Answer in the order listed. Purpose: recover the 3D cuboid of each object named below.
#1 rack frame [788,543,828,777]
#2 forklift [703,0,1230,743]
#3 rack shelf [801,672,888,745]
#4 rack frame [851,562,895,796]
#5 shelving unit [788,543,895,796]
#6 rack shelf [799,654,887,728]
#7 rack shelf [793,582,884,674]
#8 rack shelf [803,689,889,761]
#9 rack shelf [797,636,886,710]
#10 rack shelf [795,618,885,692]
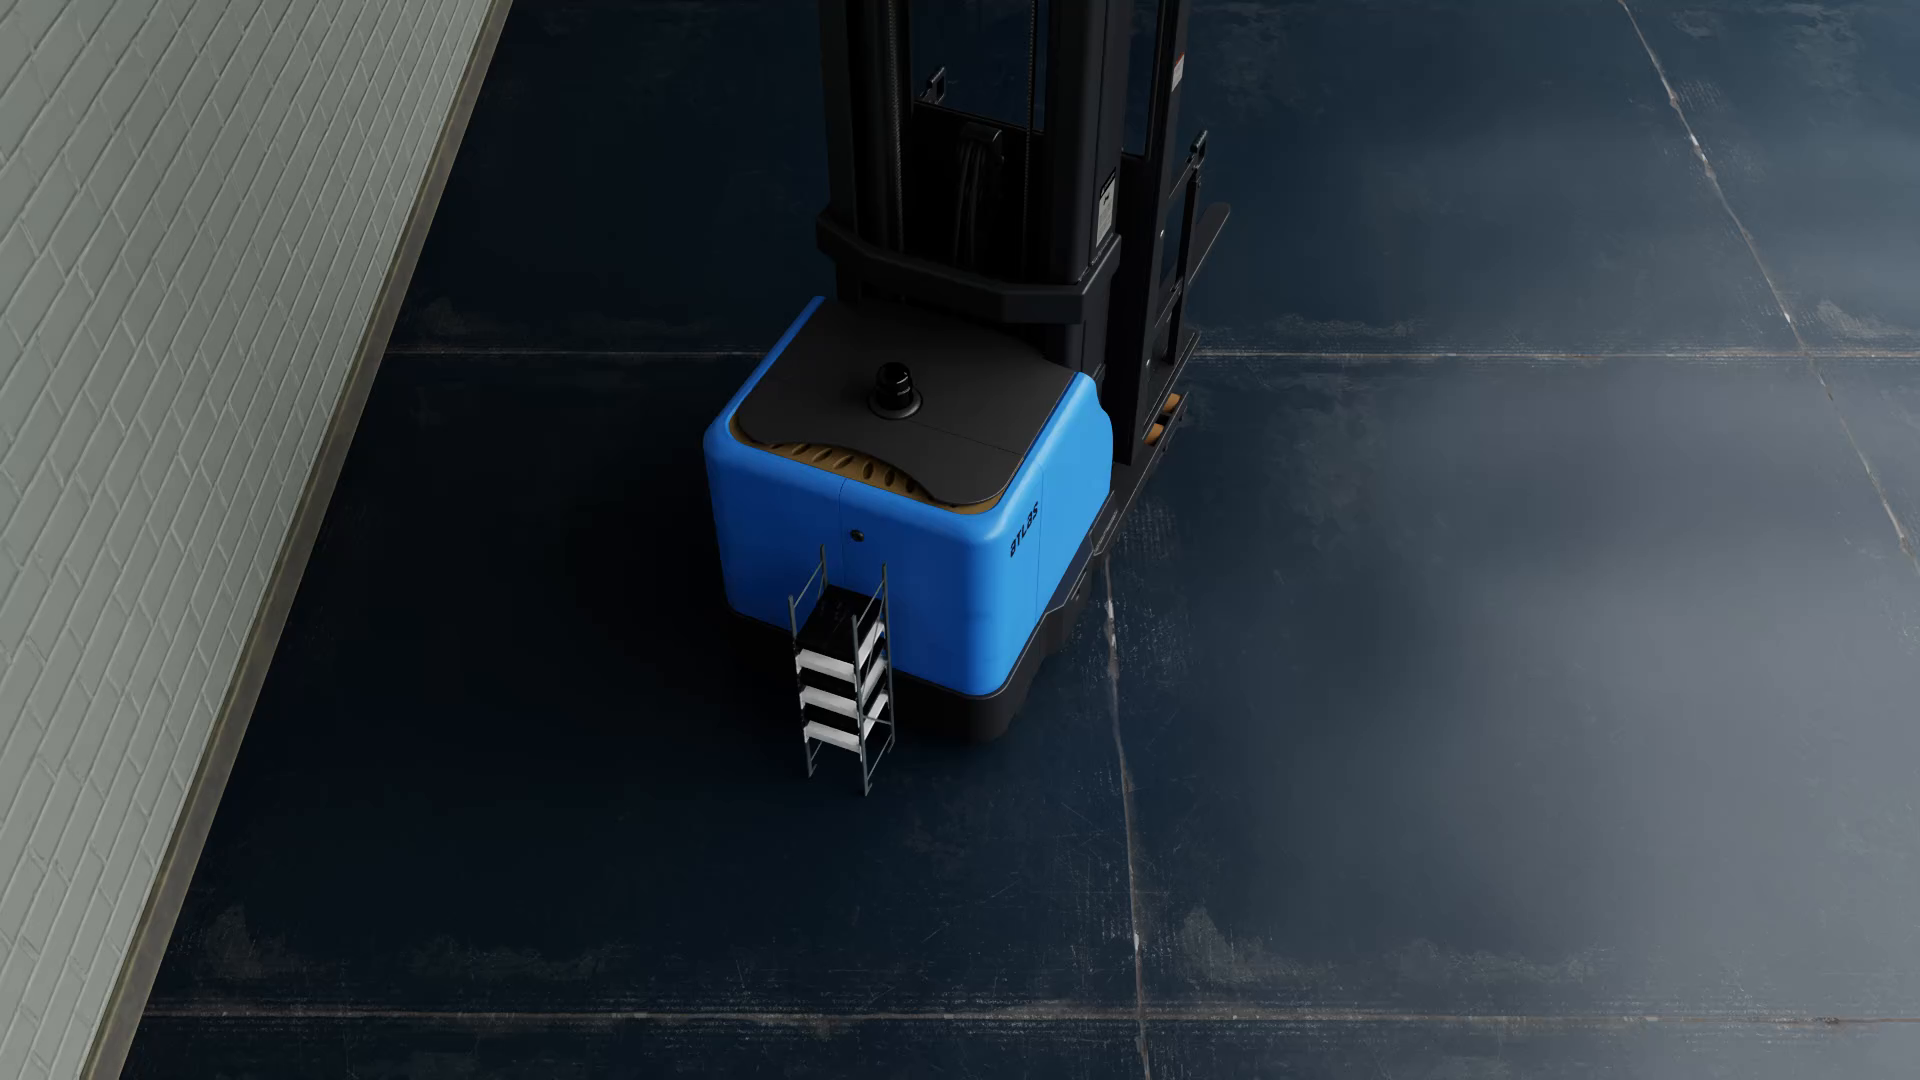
[{"bbox_3d":[-0.456,0.399,5.264,0.006,0.900,0.240,16,49,15],"label":"rack frame"},{"bbox_3d":[0.259,-1.417,5.566,1.130,2.935,3.031,18,50,16],"label":"forklift"},{"bbox_3d":[-0.362,0.511,5.329,0.200,0.077,0.258,16,49,15],"label":"rack shelf"},{"bbox_3d":[-0.267,0.454,5.212,0.006,0.900,0.240,16,49,15],"label":"rack frame"},{"bbox_3d":[-0.362,0.427,5.238,0.210,0.900,0.258,16,49,15],"label":"shelving unit"},{"bbox_3d":[-0.362,0.449,5.263,0.200,0.077,0.258,16,49,15],"label":"rack shelf"},{"bbox_3d":[-0.362,0.265,5.065,0.200,0.077,0.258,16,49,15],"label":"rack shelf"},{"bbox_3d":[-0.362,0.572,5.394,0.200,0.077,0.258,16,49,15],"label":"rack shelf"},{"bbox_3d":[-0.362,0.388,5.197,0.200,0.077,0.258,16,49,15],"label":"rack shelf"},{"bbox_3d":[-0.362,0.327,5.131,0.200,0.077,0.258,16,49,15],"label":"rack shelf"}]
